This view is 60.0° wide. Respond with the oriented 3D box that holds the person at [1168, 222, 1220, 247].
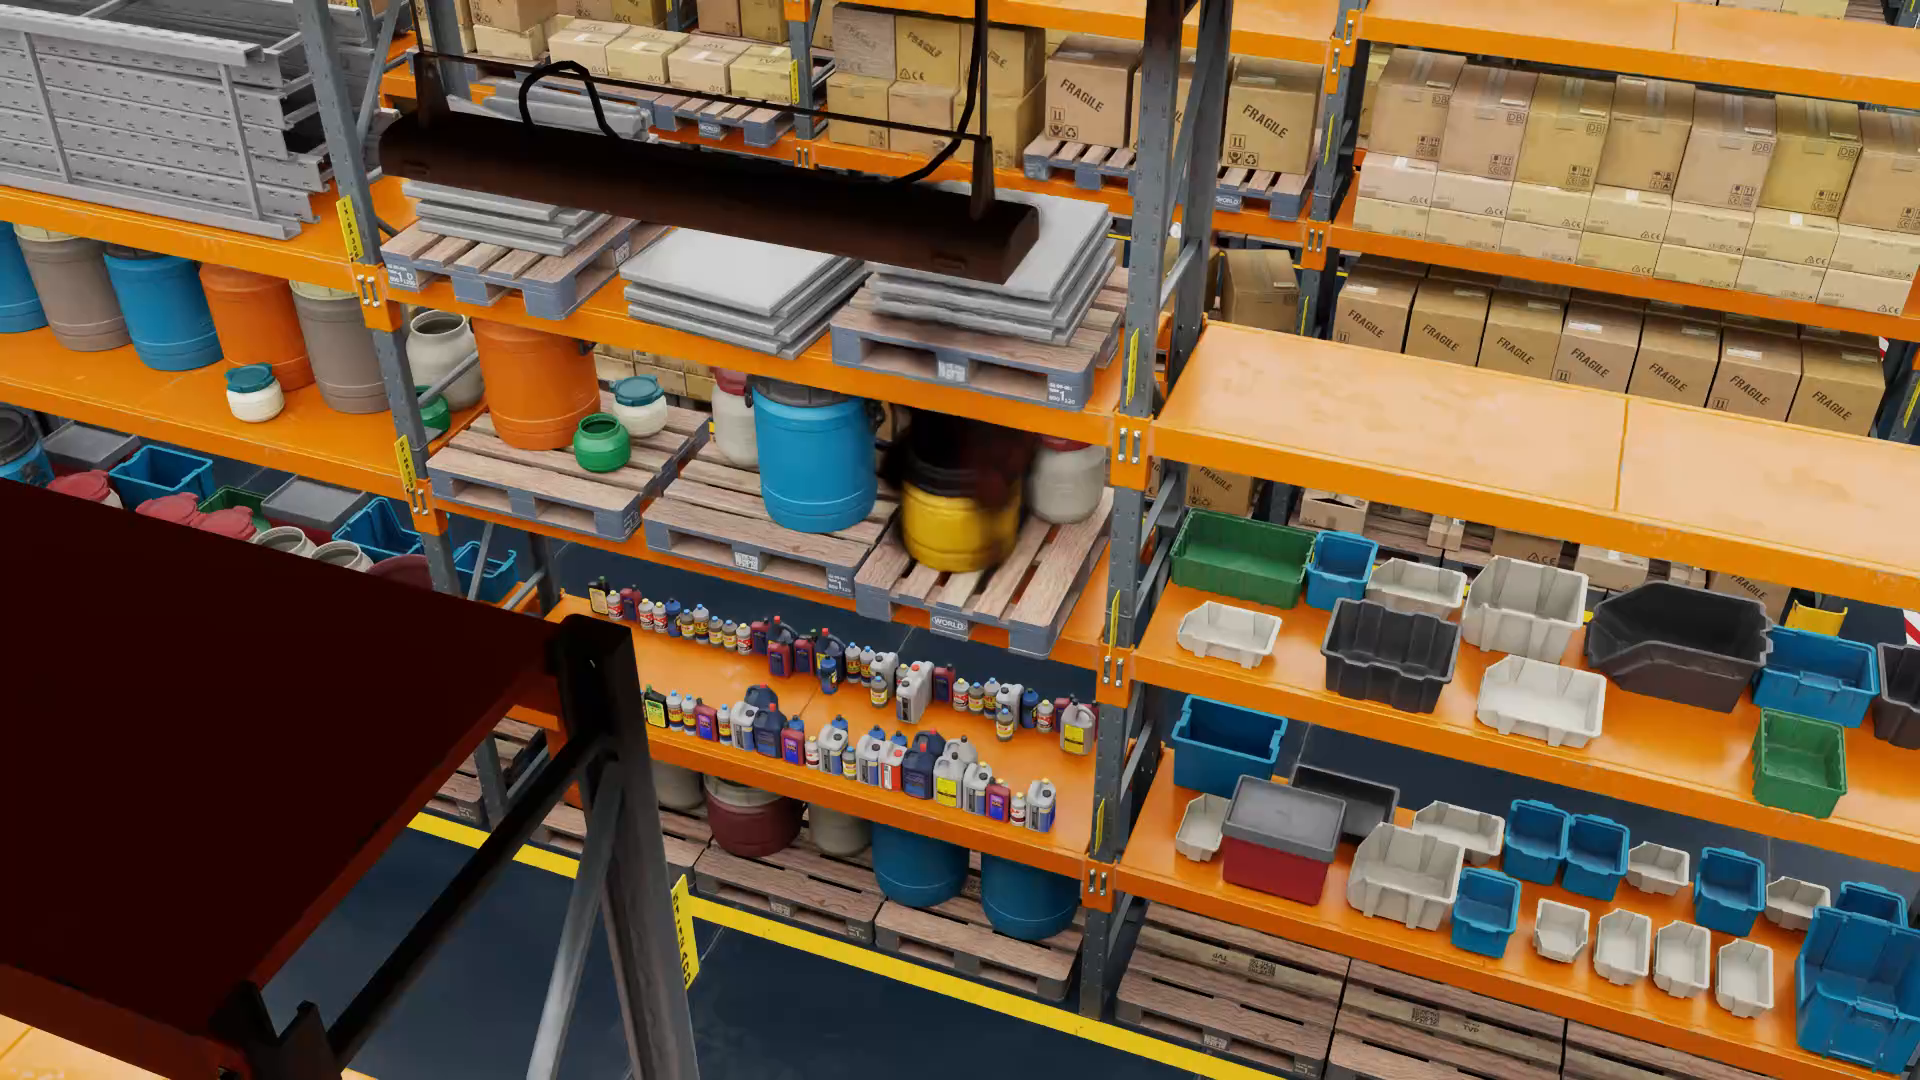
[{"bbox_3d":[2.068,-2.438,15.222,0.847,1.797,0.690,11,38,15],"label":"person"}]
